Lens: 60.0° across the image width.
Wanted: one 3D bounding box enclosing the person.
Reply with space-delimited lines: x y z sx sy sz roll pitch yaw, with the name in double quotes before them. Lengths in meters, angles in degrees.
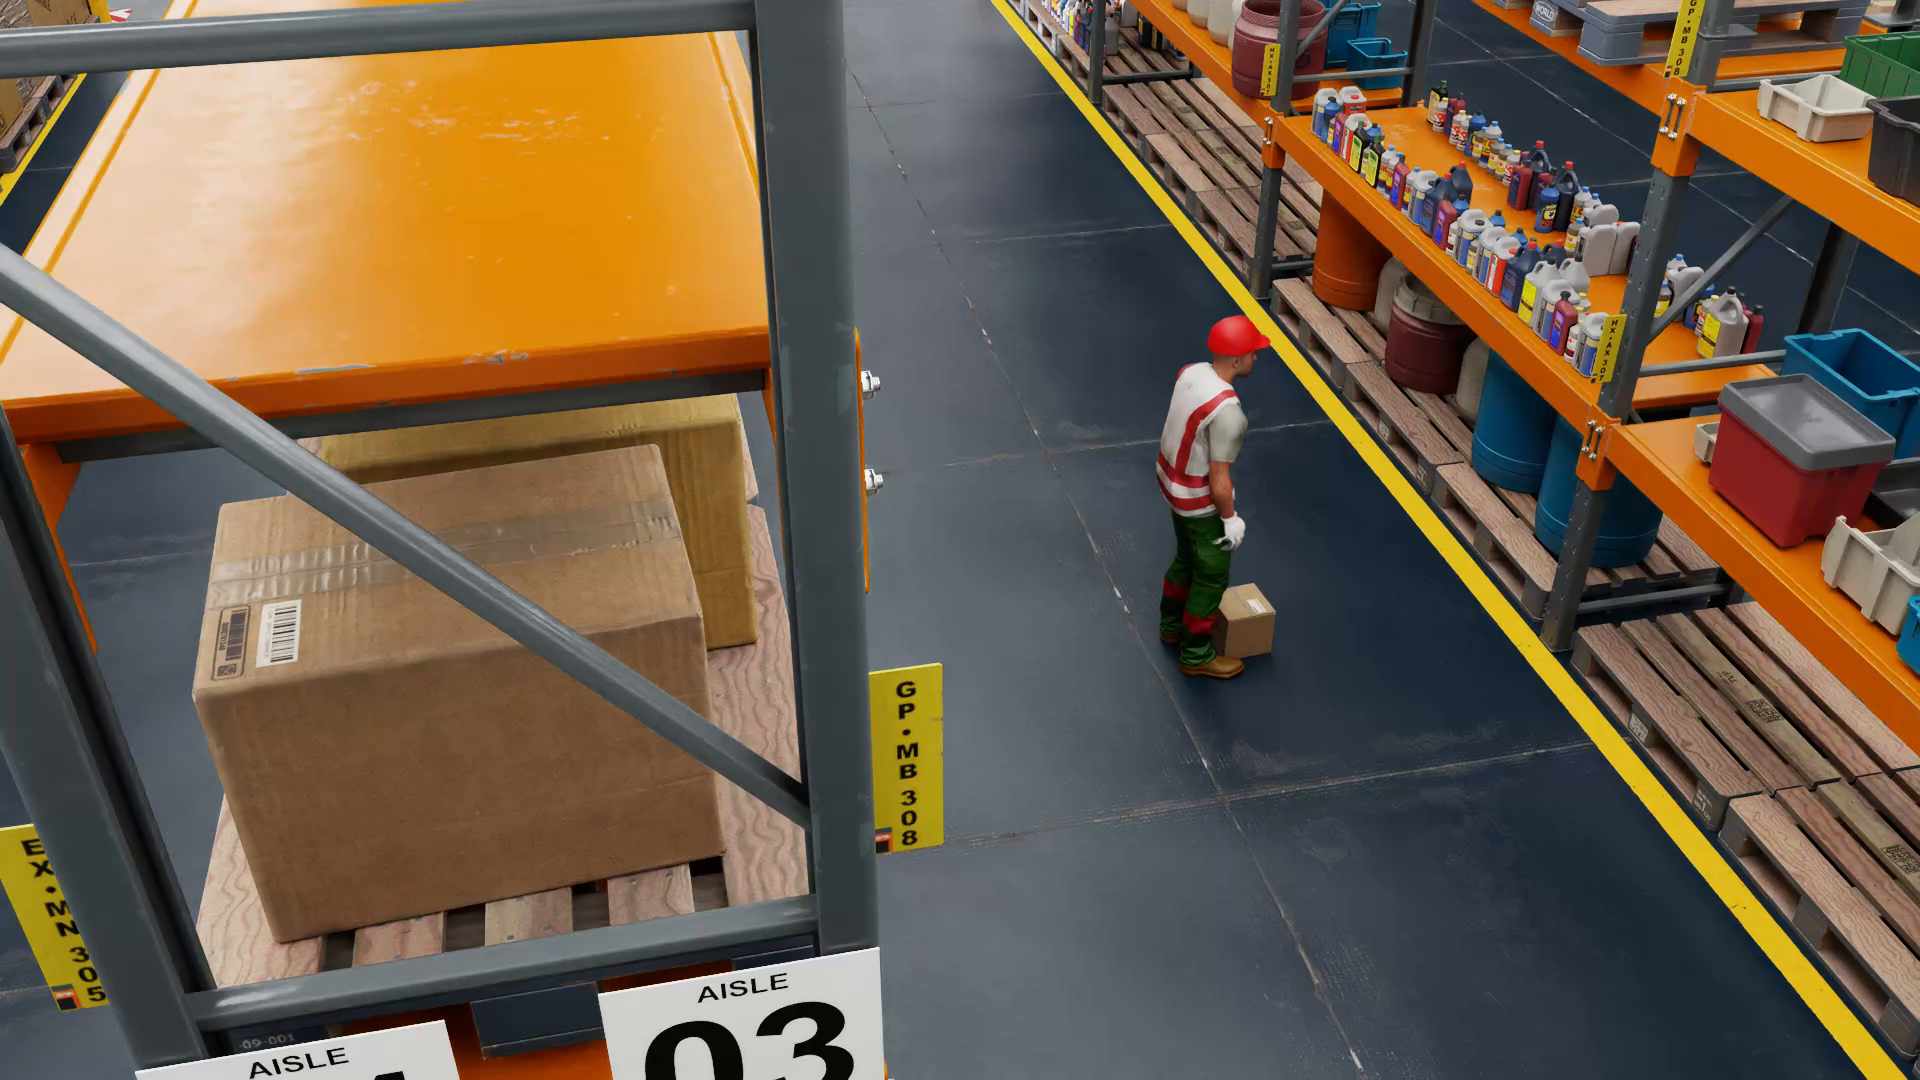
"person" 1.141 -0.204 7.646 0.448 1.780 0.608 -7 35 -10
